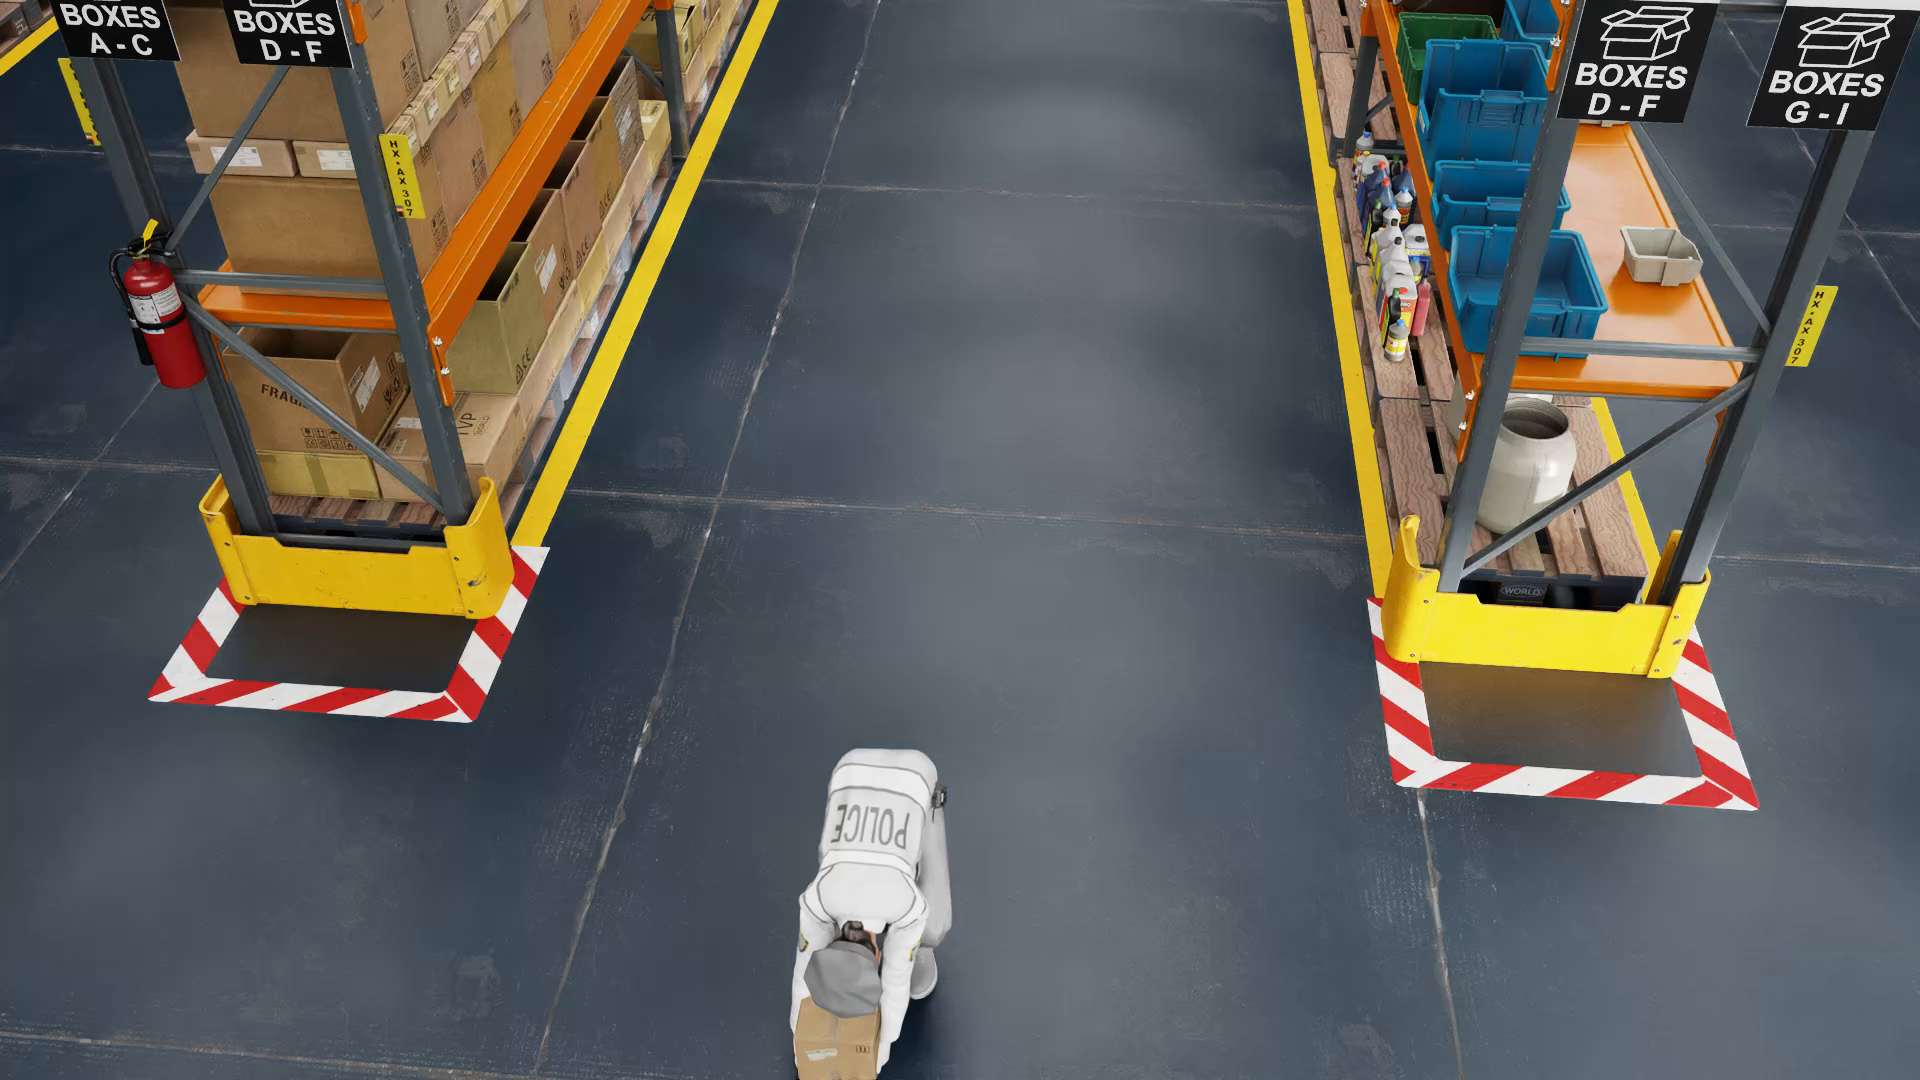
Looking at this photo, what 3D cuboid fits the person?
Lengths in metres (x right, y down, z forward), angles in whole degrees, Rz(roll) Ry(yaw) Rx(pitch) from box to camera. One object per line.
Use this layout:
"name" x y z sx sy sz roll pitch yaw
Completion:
"person" -0.286 1.208 5.380 0.523 0.841 0.888 2 40 2
